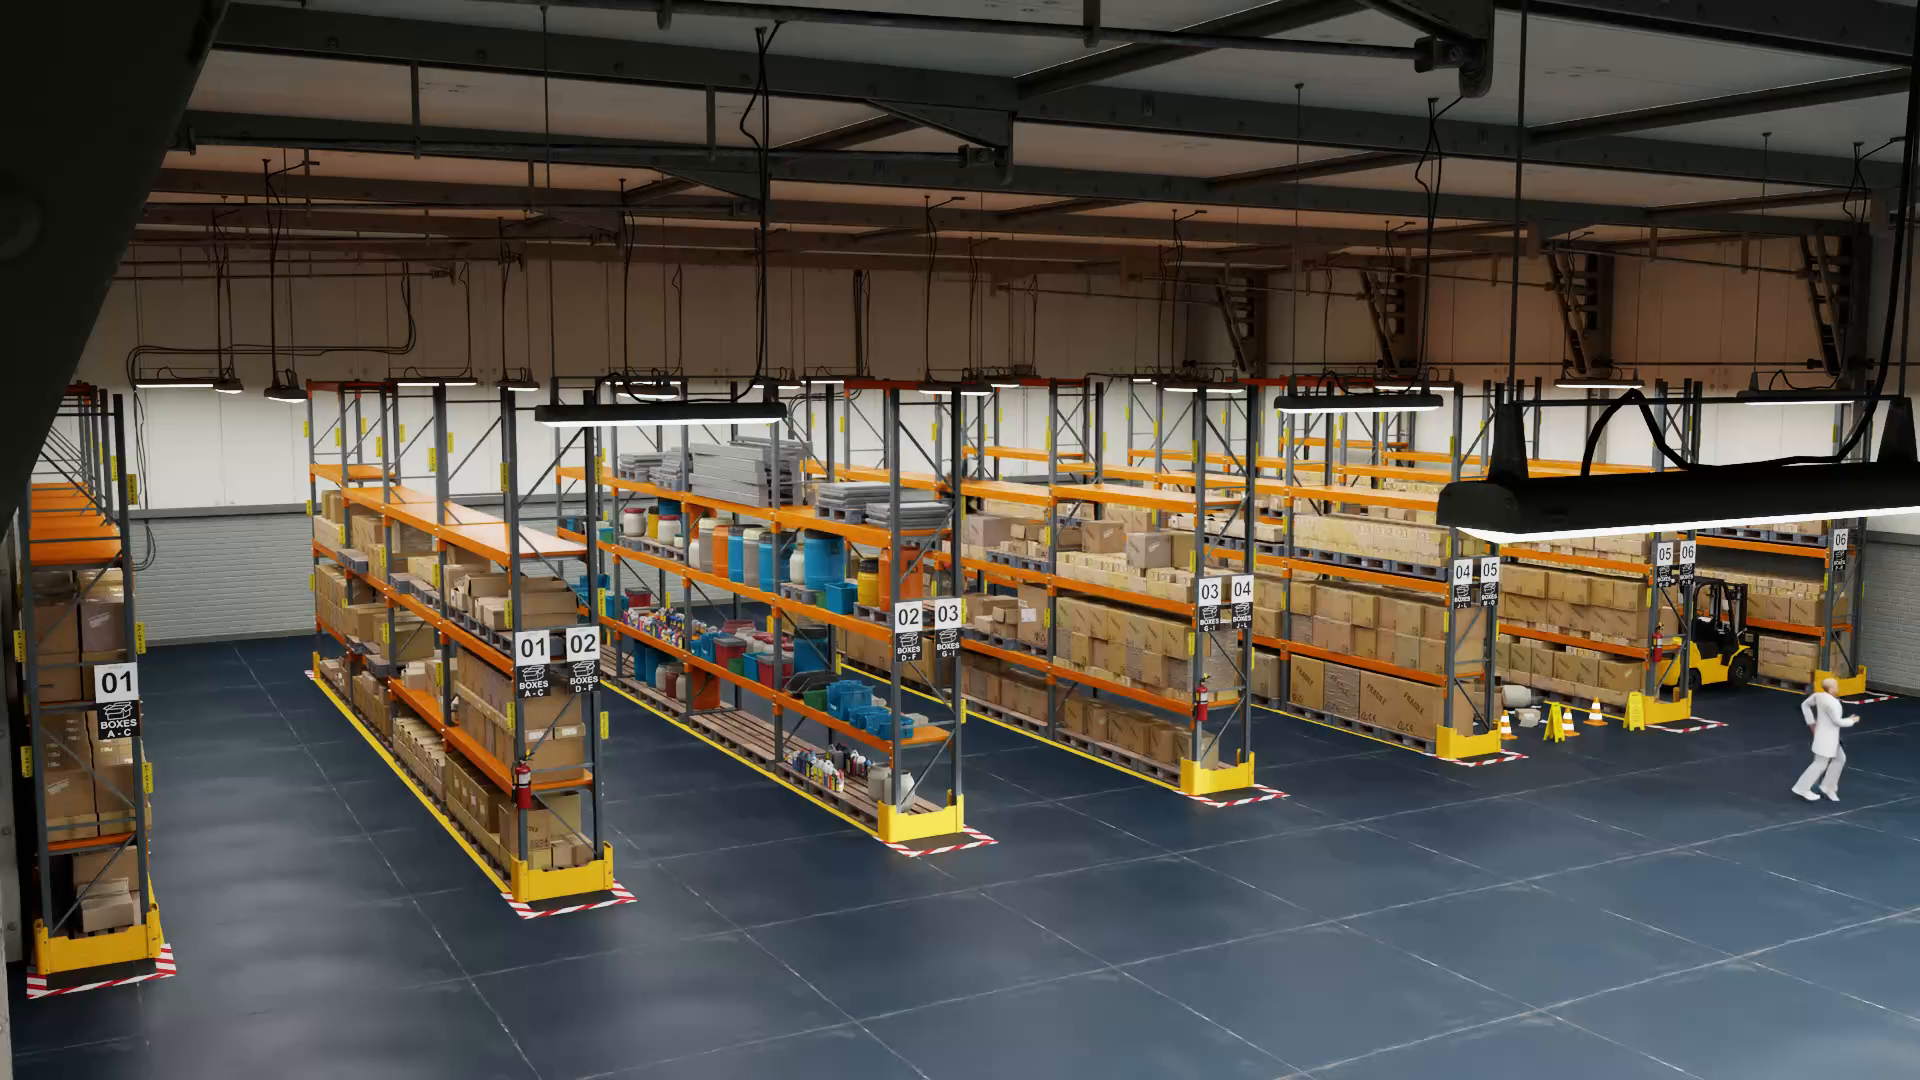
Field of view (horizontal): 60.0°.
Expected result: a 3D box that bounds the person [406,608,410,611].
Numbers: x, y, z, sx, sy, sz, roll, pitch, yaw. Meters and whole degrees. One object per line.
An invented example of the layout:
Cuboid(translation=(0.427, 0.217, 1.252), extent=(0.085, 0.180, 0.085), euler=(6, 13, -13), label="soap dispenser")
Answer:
Cuboid(translation=(-11.363, 1.786, 34.771), extent=(0.737, 1.754, 0.753), euler=(1, 6, 10), label="person")

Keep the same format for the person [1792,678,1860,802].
Cuboid(translation=(12.491, 2.906, 23.980), extent=(0.841, 1.857, 0.708), euler=(2, 6, 17), label="person")

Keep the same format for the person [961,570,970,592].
Cuboid(translation=(-0.046, 1.431, 38.070), extent=(0.563, 1.685, 0.922), euler=(-4, 7, -33), label="person")

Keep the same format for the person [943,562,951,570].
Cuboid(translation=(-0.438, 1.096, 41.820), extent=(0.791, 1.752, 0.813), euler=(-4, 8, -36), label="person")
